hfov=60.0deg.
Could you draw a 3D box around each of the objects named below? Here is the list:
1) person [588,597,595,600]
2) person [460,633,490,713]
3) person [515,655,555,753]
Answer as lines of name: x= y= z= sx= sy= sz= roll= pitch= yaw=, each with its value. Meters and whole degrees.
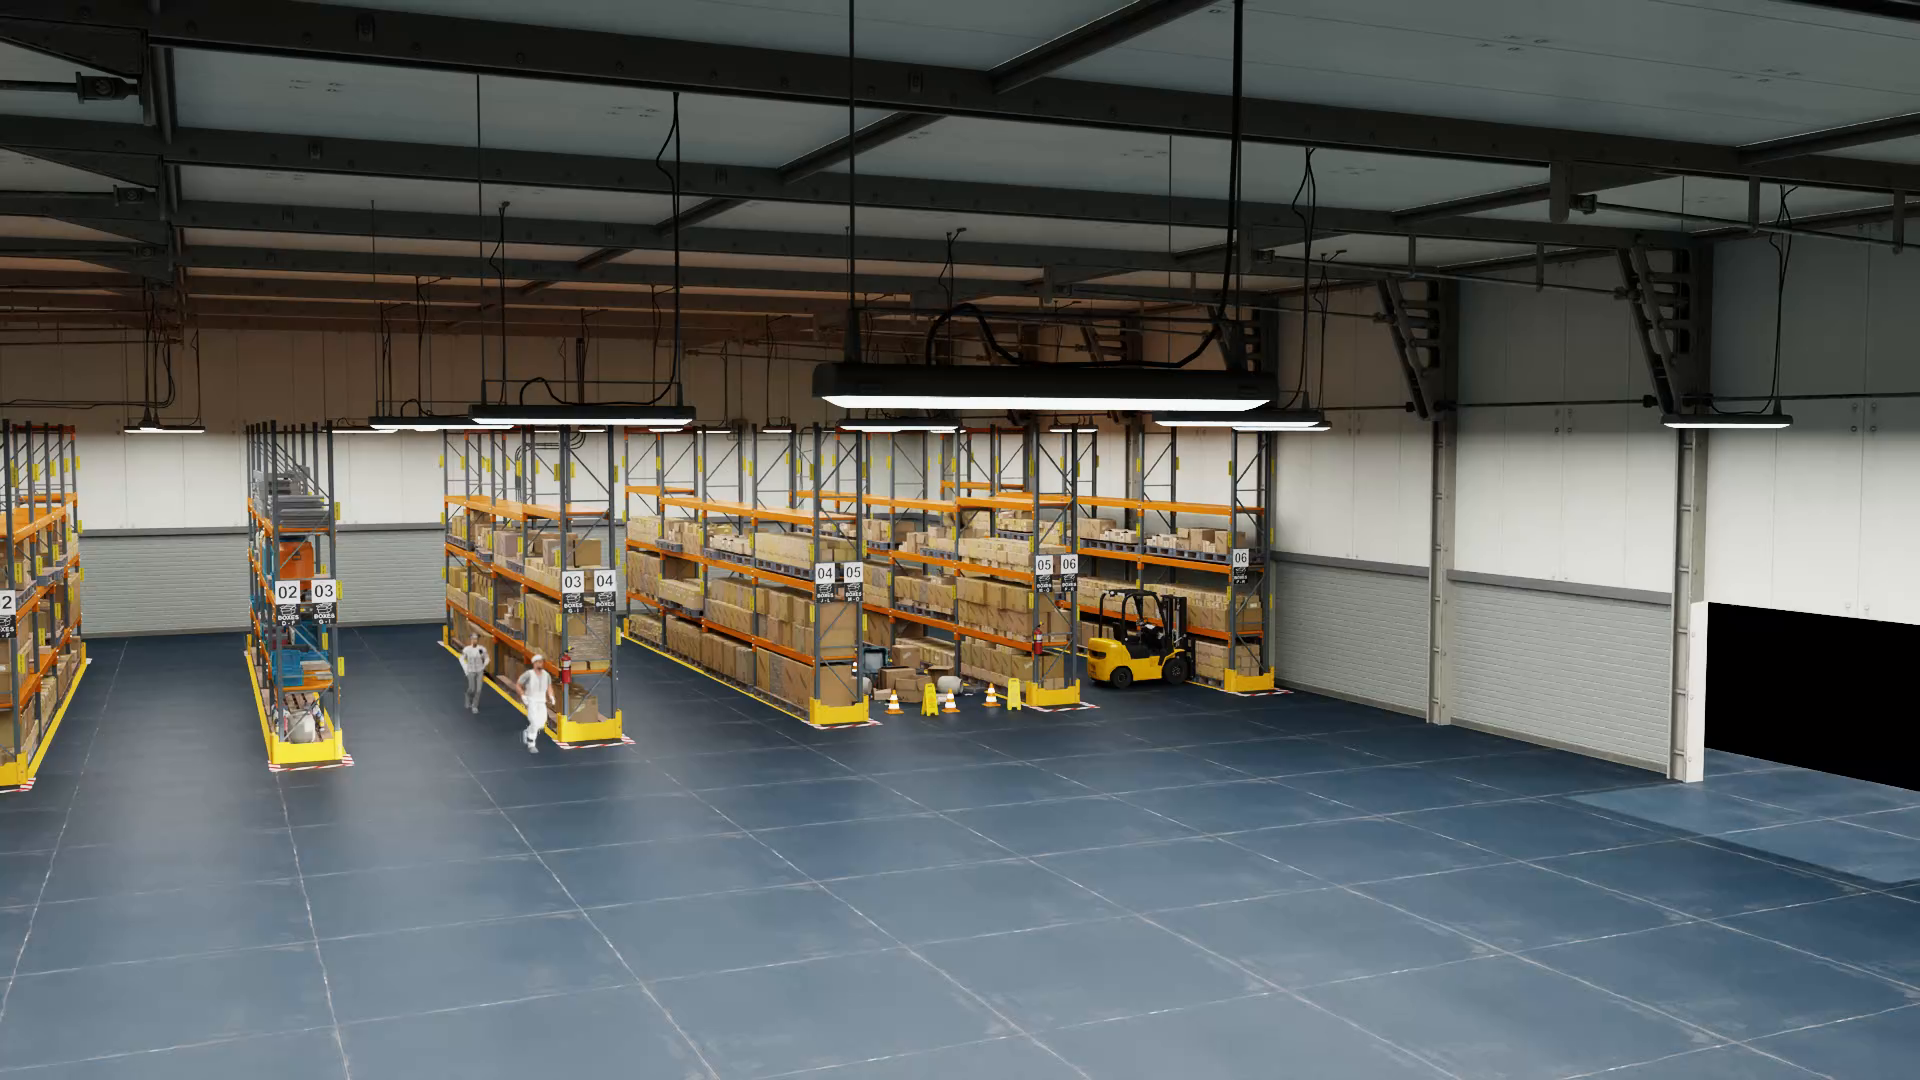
person: x=-10.270 y=1.999 z=45.963 sx=0.763 sy=1.722 sz=0.594 roll=-2 pitch=4 yaw=-24
person: x=-10.036 y=2.744 z=34.471 sx=0.605 sy=1.669 sz=0.569 roll=-2 pitch=4 yaw=-23
person: x=-7.753 y=2.965 z=30.329 sx=0.602 sy=1.743 sz=0.715 roll=4 pitch=5 yaw=45
